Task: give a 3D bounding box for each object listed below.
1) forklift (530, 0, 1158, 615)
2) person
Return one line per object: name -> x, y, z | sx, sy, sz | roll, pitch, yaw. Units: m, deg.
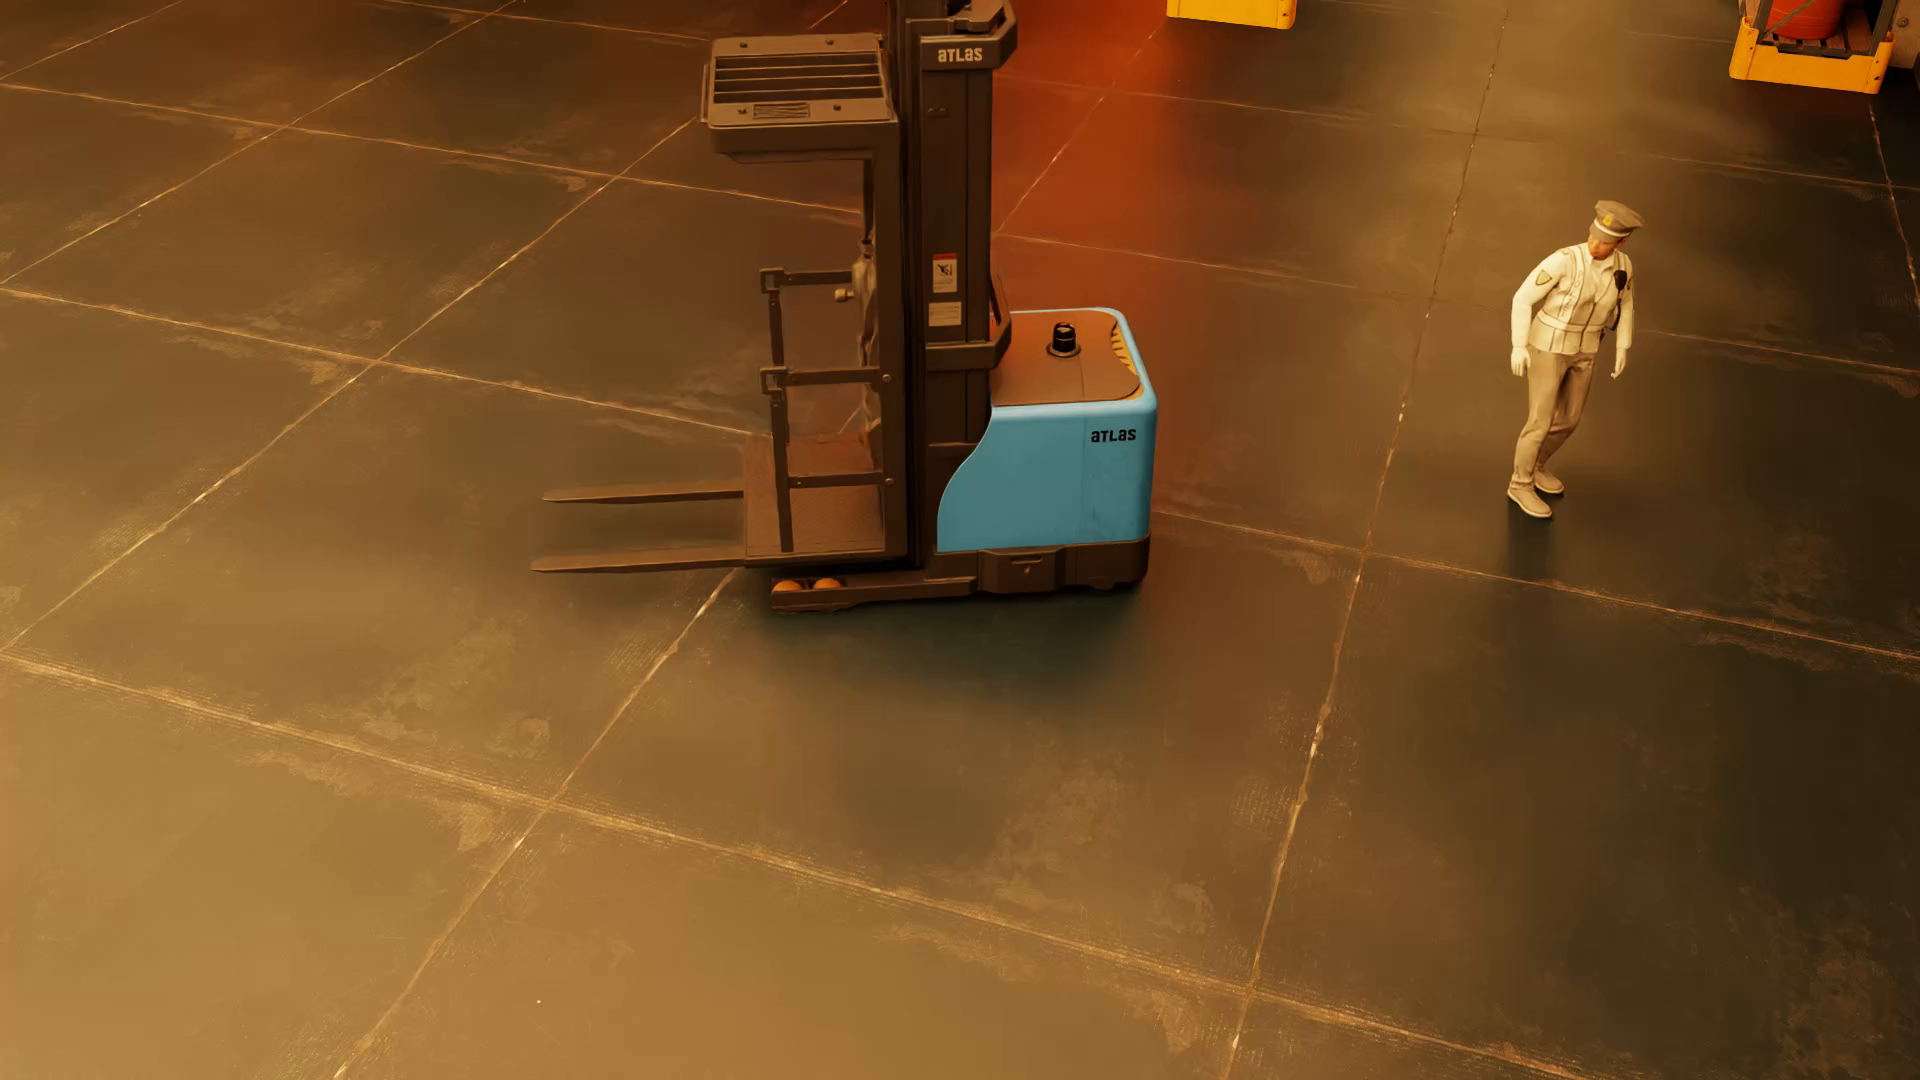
forklift -> -0.612, -1.151, 7.735 | 3.031, 2.935, 1.130 | -3, 35, -5
person -> 3.158, -0.931, 8.530 | 0.692, 1.655, 0.463 | -11, 37, -15
